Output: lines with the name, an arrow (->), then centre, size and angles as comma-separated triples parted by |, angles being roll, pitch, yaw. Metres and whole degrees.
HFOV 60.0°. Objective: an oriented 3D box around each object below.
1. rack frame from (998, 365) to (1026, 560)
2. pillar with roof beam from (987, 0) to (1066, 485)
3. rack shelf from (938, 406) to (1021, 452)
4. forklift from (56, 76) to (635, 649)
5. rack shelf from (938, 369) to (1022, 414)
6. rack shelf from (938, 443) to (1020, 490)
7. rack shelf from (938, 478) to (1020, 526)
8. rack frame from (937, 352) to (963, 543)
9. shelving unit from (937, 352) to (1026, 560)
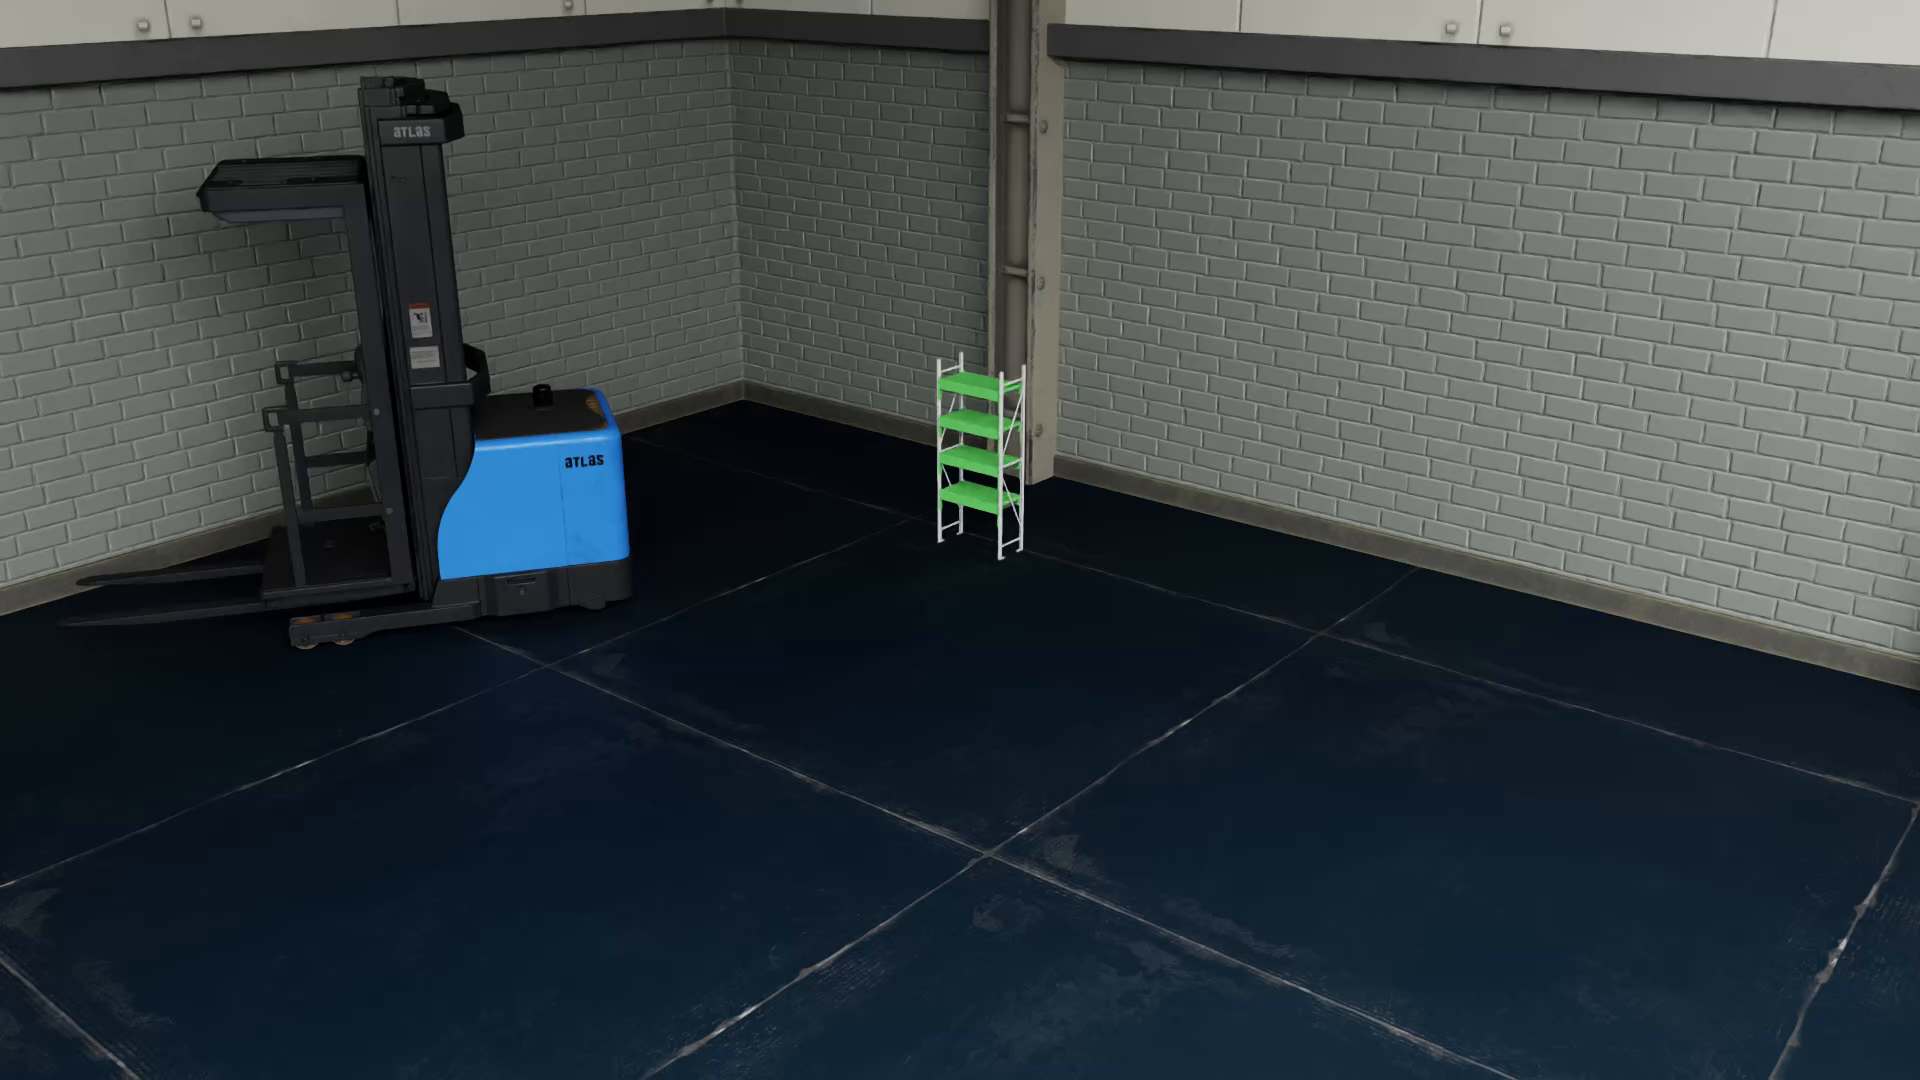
rack frame -> 0.317, -0.470, 10.214 | 0.015, 1.200, 0.240 | 16, 26, 36
pillar with roof beam -> -2.284, -3.504, 7.206 | 0.400, 9.000, 9.100 | 16, 26, 36
rack shelf -> 0.128, -0.689, 10.296 | 0.480, 0.148, 0.258 | 16, 26, 36
forklift -> -3.460, -0.983, 9.122 | 3.031, 2.935, 1.130 | -6, 22, -16
rack shelf -> 0.128, -0.914, 10.212 | 0.480, 0.148, 0.258 | 16, 26, 36
rack shelf -> 0.128, -0.465, 10.381 | 0.480, 0.148, 0.258 | 16, 26, 36
rack shelf -> 0.128, -0.240, 10.466 | 0.480, 0.148, 0.258 | 16, 26, 36
rack frame -> -0.061, -0.579, 10.503 | 0.015, 1.200, 0.240 | 16, 26, 36
shelving unit -> 0.128, -0.524, 10.359 | 0.503, 1.200, 0.258 | 16, 26, 36
